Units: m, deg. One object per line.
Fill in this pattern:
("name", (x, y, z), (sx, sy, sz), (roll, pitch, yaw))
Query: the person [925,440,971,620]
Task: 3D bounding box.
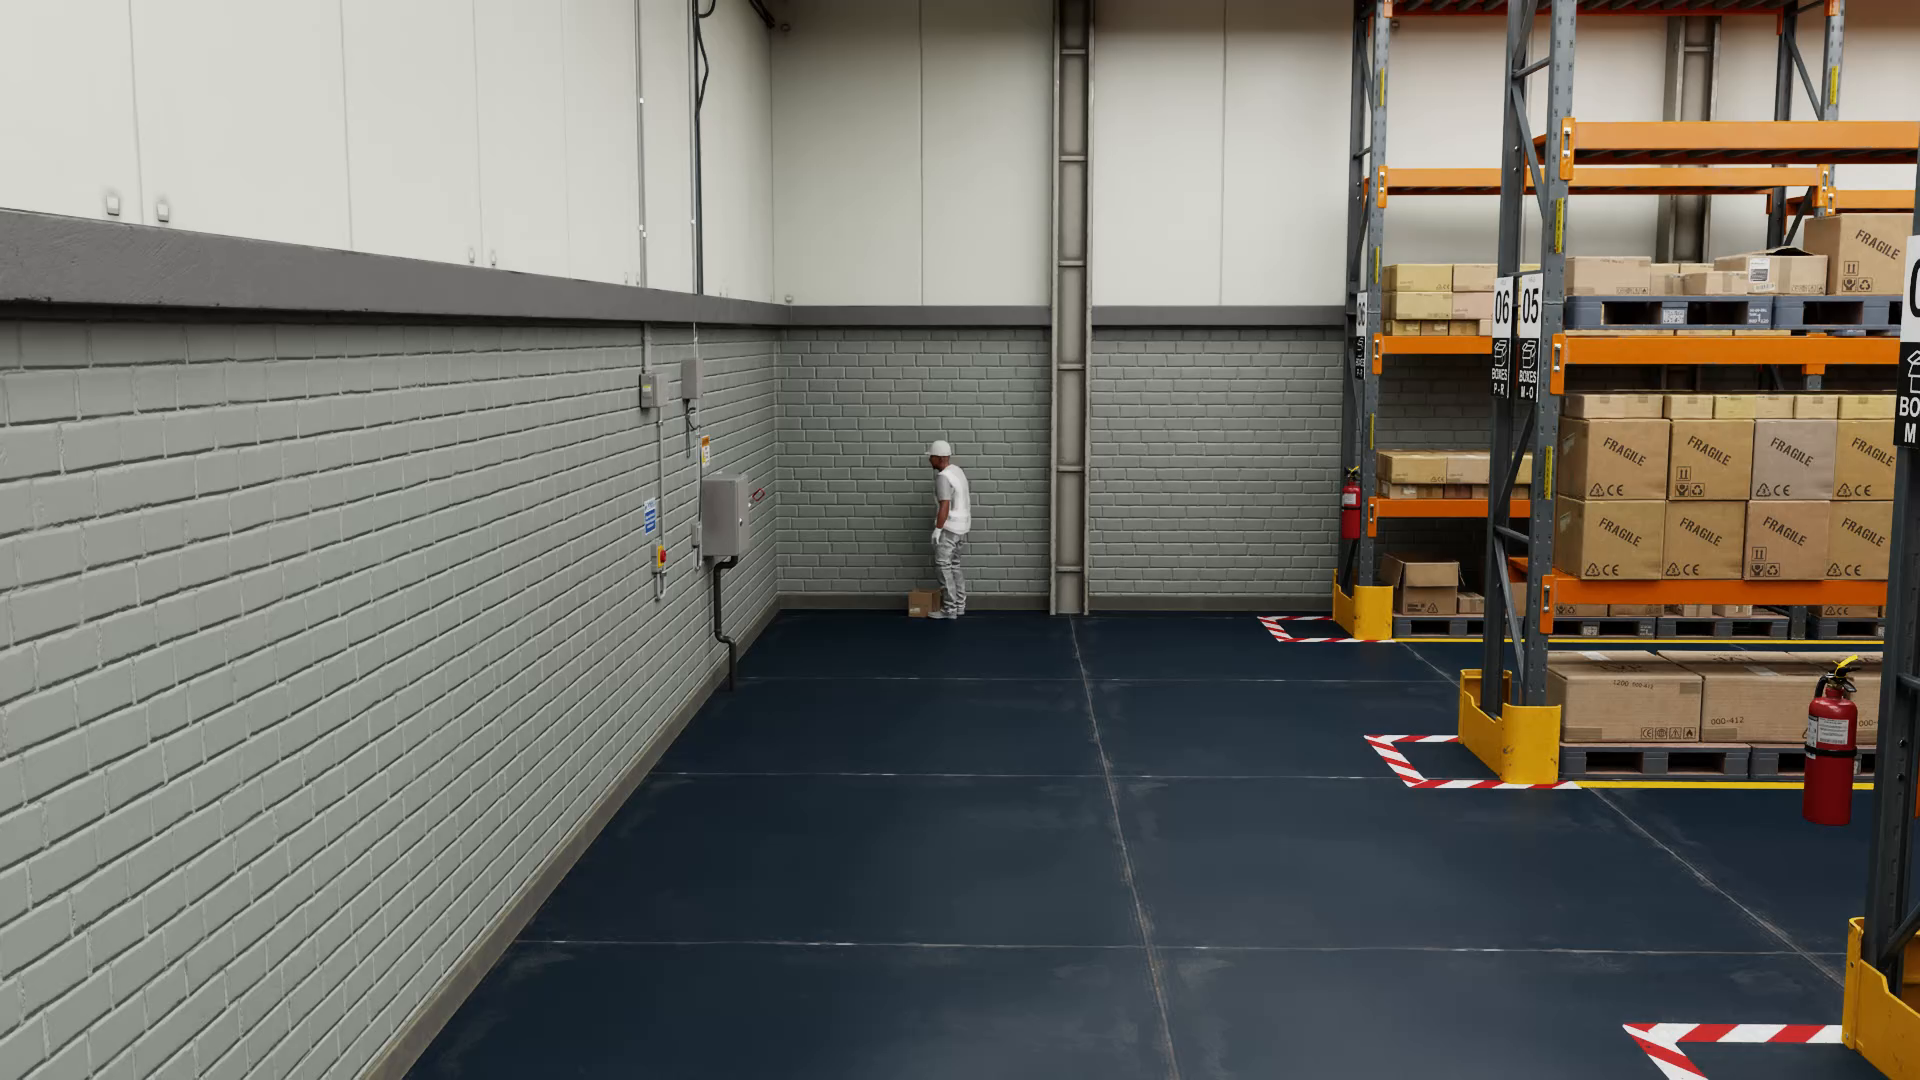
("person", (-0.130, -0.107, 16.569), (0.443, 1.776, 0.631), (2, 7, 17))
